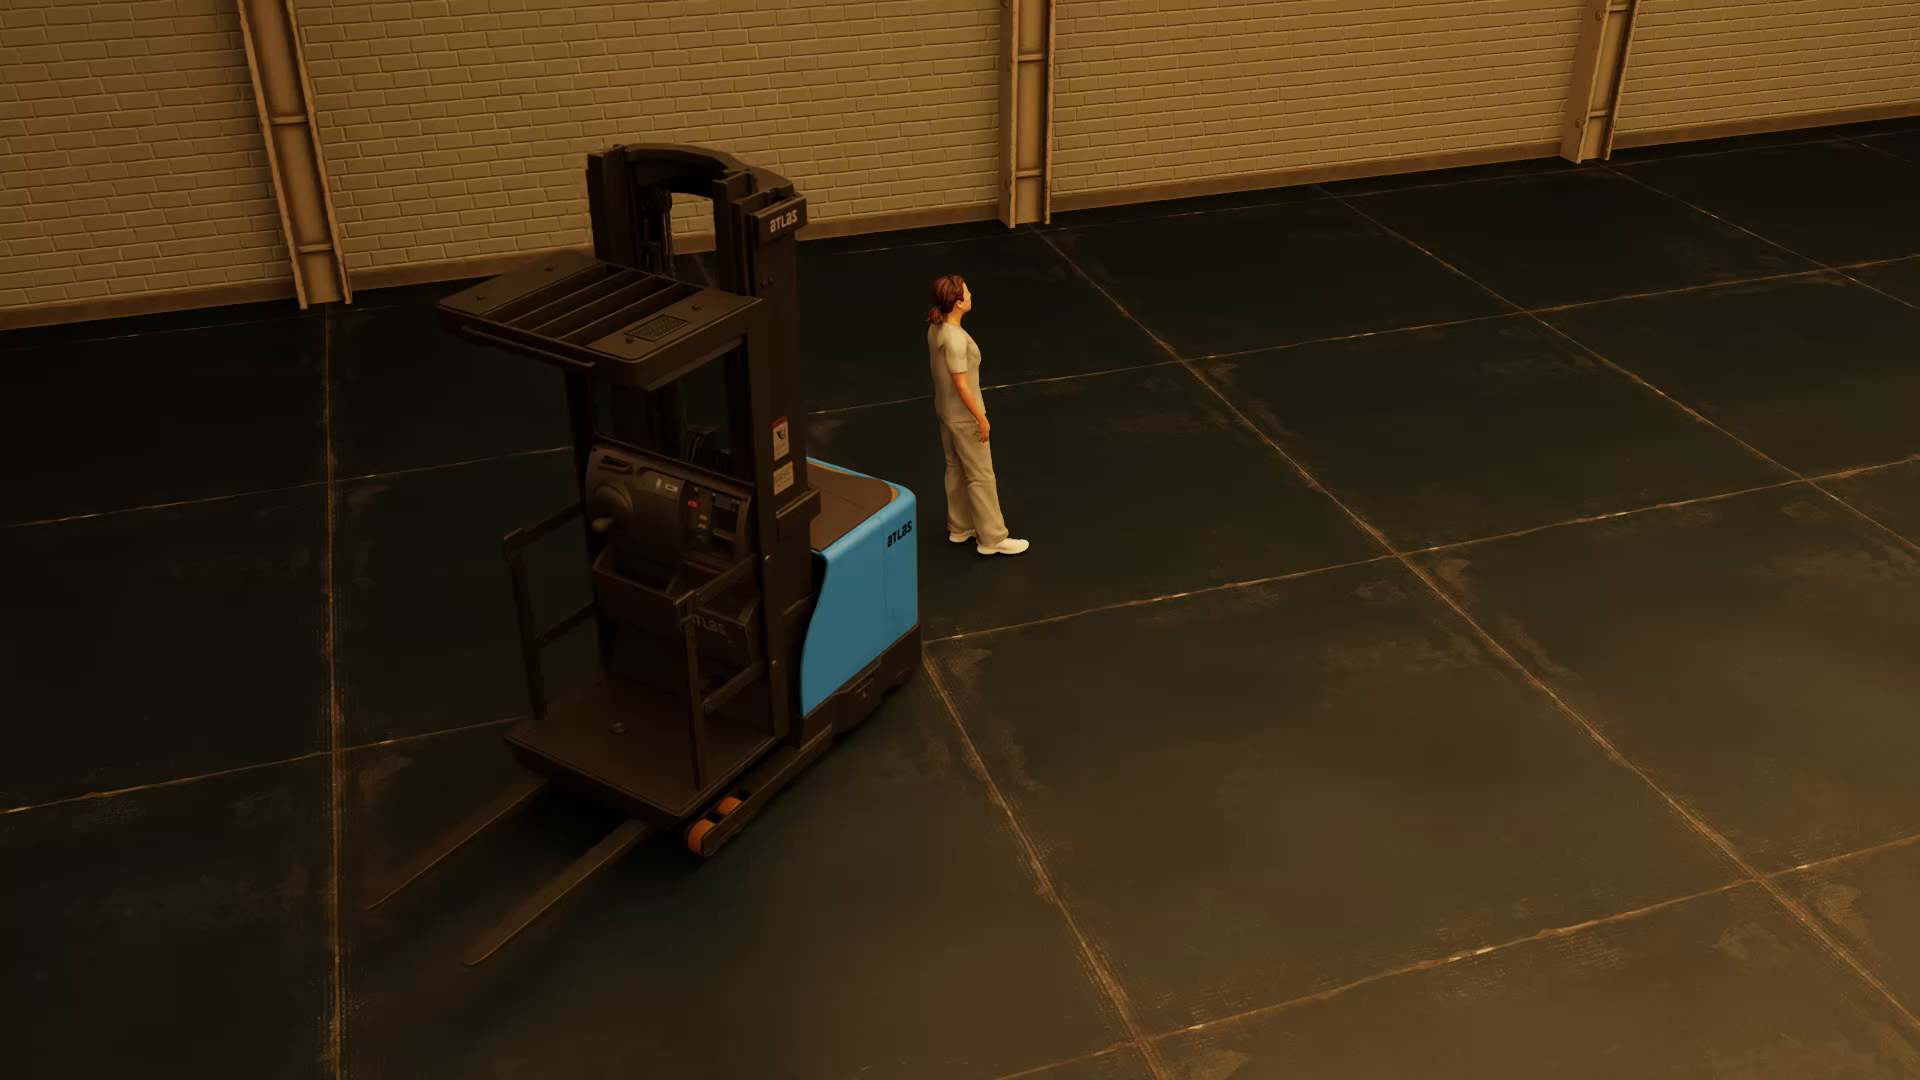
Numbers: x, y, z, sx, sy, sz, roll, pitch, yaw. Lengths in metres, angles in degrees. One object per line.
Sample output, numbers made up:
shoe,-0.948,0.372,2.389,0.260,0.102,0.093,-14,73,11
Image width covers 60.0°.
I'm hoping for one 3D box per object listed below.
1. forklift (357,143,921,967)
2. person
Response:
forklift,-1.422,-0.103,7.267,1.130,2.935,3.031,18,34,28
person,0.074,-0.738,9.613,0.548,1.674,0.549,-10,31,-16
